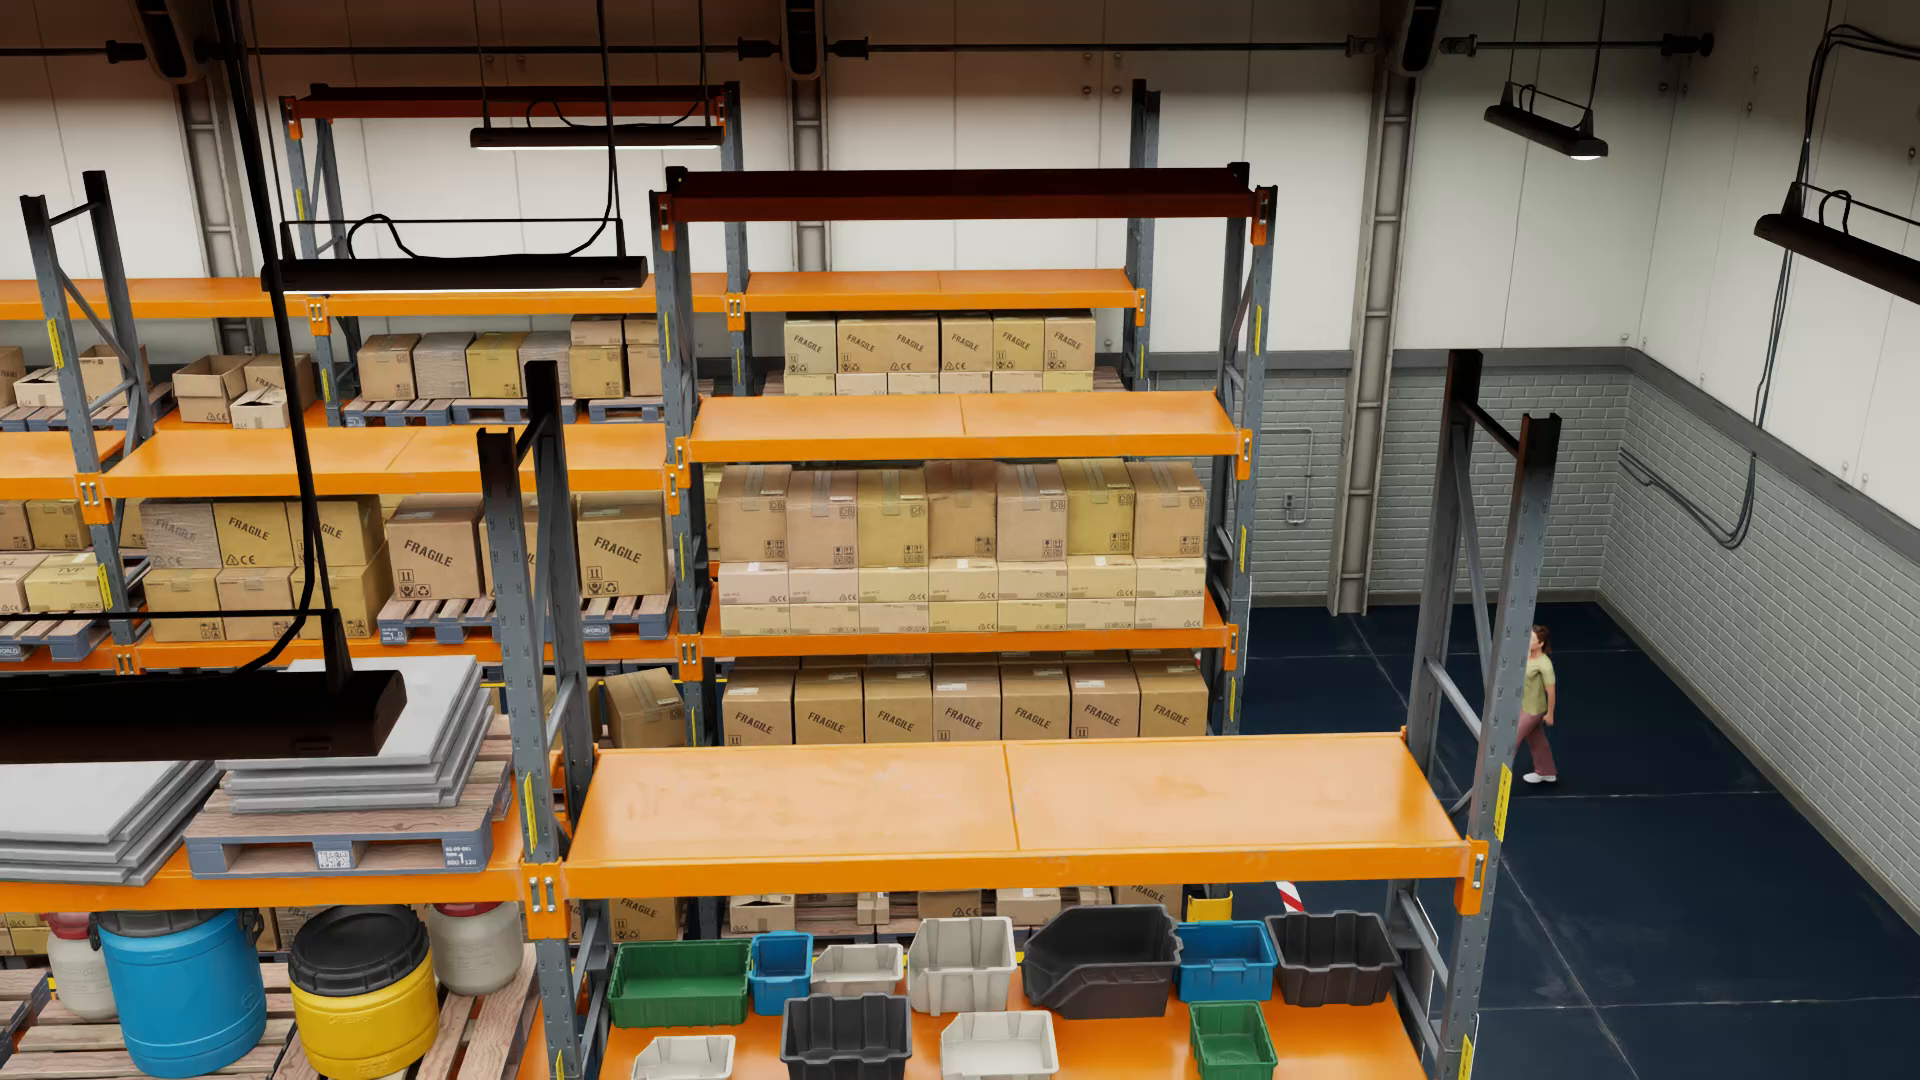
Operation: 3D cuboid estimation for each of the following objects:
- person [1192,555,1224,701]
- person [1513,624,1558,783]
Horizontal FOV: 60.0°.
[{"bbox_3d":[2.489,0.897,16.722,0.768,1.700,0.622,-10,24,-23],"label":"person"},{"bbox_3d":[5.123,1.537,15.183,0.894,1.663,0.465,-2,22,-5],"label":"person"}]
